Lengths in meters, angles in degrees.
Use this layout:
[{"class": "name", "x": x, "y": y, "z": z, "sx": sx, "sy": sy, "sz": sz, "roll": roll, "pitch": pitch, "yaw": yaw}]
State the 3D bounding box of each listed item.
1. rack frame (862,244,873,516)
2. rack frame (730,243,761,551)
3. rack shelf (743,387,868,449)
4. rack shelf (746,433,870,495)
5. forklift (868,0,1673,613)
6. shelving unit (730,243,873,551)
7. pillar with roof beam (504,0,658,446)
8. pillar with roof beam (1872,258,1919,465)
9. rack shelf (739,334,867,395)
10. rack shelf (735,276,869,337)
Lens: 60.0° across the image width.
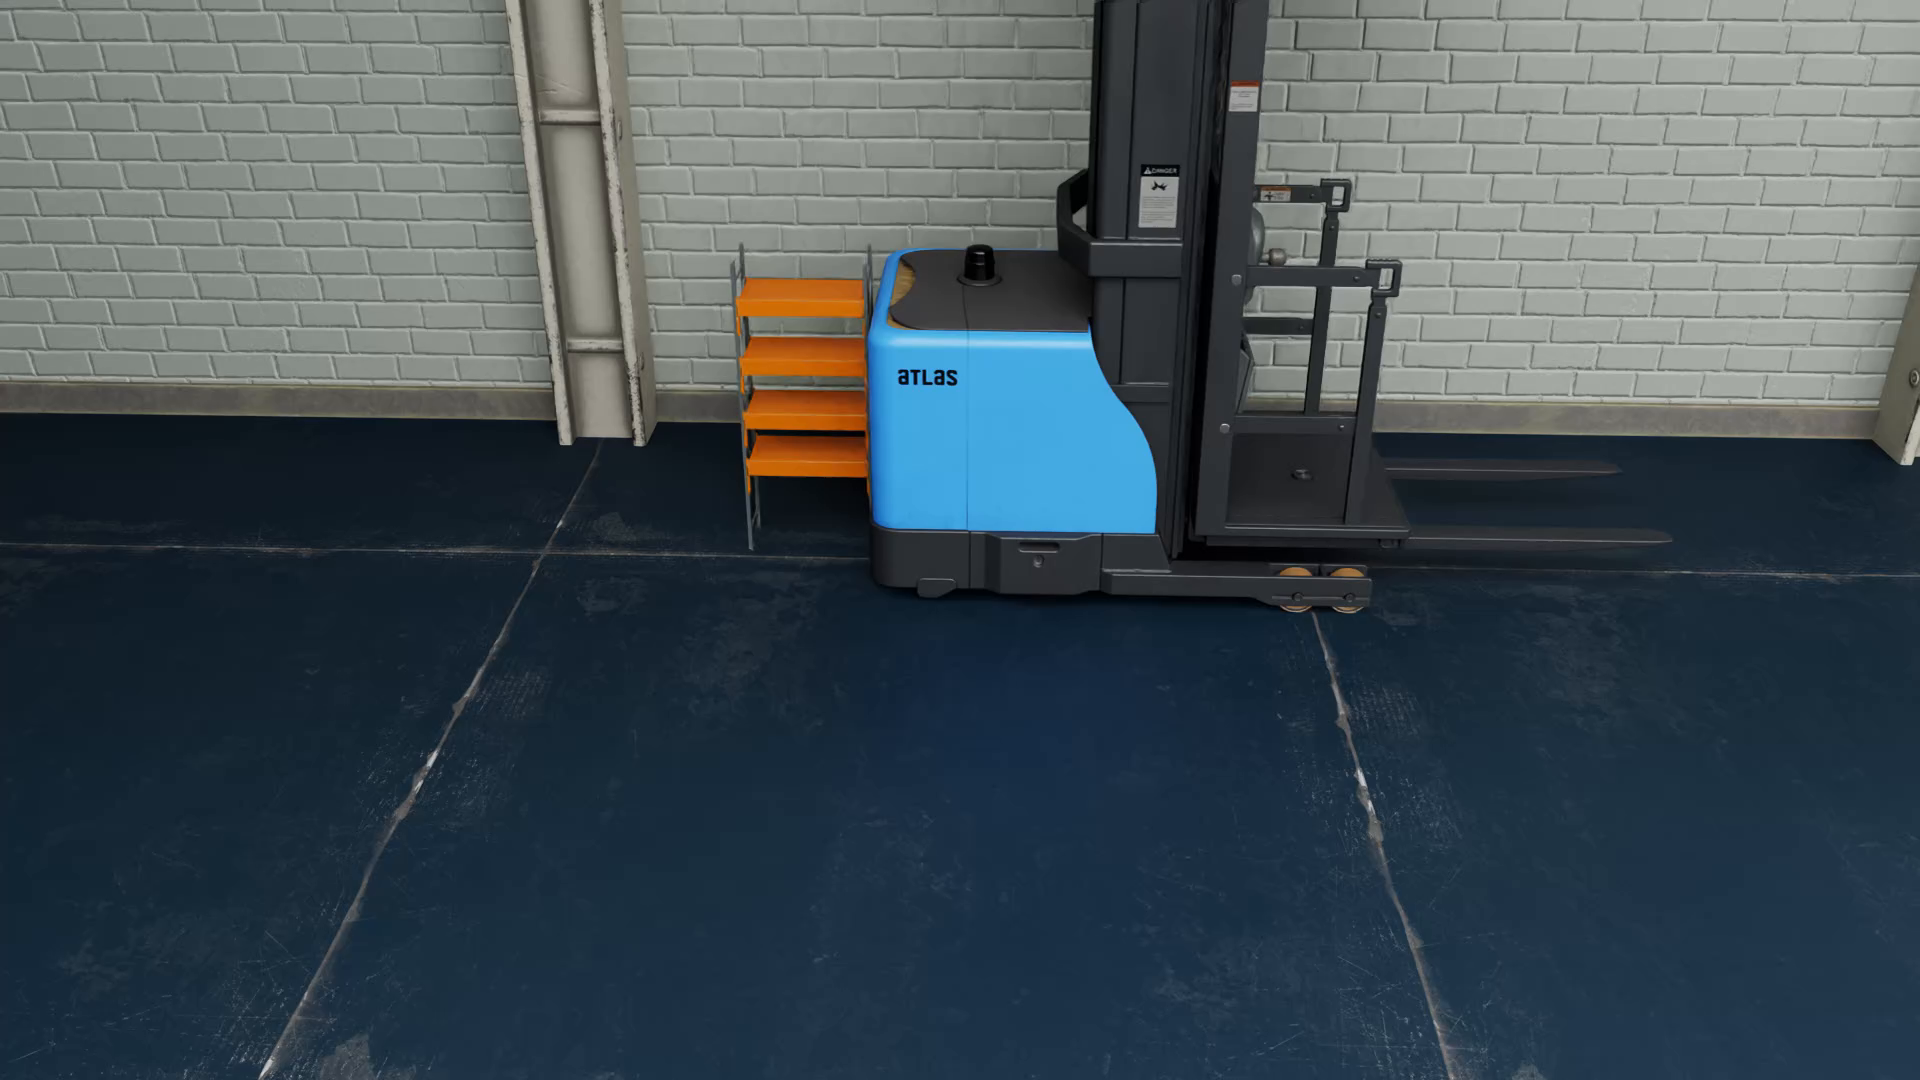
[{"class": "rack frame", "x": -0.347, "y": -0.536, "z": 6.480, "sx": 0.015, "sy": 1.200, "sz": 0.240, "roll": 1, "pitch": 28, "yaw": 2}, {"class": "rack frame", "x": -0.834, "y": -0.544, "z": 6.495, "sx": 0.015, "sy": 1.200, "sz": 0.240, "roll": 1, "pitch": 28, "yaw": 2}, {"class": "rack shelf", "x": -0.590, "y": -0.481, "z": 6.519, "sx": 0.480, "sy": 0.148, "sz": 0.258, "roll": 1, "pitch": 28, "yaw": 2}, {"class": "rack shelf", "x": -0.590, "y": -0.305, "z": 6.612, "sx": 0.480, "sy": 0.148, "sz": 0.258, "roll": 1, "pitch": 28, "yaw": 2}, {"class": "forklift", "x": 1.188, "y": -1.275, "z": 6.026, "sx": 3.031, "sy": 2.935, "sz": 1.130, "roll": 1, "pitch": 28, "yaw": 2}, {"class": "shelving unit", "x": -0.590, "y": -0.540, "z": 6.488, "sx": 0.503, "sy": 1.200, "sz": 0.258, "roll": 1, "pitch": 28, "yaw": 2}, {"class": "pillar with roof beam", "x": -1.773, "y": -2.463, "z": 1.789, "sx": 0.400, "sy": 9.000, "sz": 9.100, "roll": 1, "pitch": 28, "yaw": 2}, {"class": "pillar with roof beam", "x": 4.223, "y": -2.364, "z": 1.601, "sx": 0.400, "sy": 9.000, "sz": 9.100, "roll": 1, "pitch": 28, "yaw": 2}, {"class": "rack shelf", "x": -0.590, "y": -0.678, "z": 6.414, "sx": 0.480, "sy": 0.148, "sz": 0.258, "roll": 1, "pitch": 28, "yaw": 2}, {"class": "rack shelf", "x": -0.591, "y": -0.887, "z": 6.303, "sx": 0.480, "sy": 0.148, "sz": 0.258, "roll": 1, "pitch": 28, "yaw": 2}]
